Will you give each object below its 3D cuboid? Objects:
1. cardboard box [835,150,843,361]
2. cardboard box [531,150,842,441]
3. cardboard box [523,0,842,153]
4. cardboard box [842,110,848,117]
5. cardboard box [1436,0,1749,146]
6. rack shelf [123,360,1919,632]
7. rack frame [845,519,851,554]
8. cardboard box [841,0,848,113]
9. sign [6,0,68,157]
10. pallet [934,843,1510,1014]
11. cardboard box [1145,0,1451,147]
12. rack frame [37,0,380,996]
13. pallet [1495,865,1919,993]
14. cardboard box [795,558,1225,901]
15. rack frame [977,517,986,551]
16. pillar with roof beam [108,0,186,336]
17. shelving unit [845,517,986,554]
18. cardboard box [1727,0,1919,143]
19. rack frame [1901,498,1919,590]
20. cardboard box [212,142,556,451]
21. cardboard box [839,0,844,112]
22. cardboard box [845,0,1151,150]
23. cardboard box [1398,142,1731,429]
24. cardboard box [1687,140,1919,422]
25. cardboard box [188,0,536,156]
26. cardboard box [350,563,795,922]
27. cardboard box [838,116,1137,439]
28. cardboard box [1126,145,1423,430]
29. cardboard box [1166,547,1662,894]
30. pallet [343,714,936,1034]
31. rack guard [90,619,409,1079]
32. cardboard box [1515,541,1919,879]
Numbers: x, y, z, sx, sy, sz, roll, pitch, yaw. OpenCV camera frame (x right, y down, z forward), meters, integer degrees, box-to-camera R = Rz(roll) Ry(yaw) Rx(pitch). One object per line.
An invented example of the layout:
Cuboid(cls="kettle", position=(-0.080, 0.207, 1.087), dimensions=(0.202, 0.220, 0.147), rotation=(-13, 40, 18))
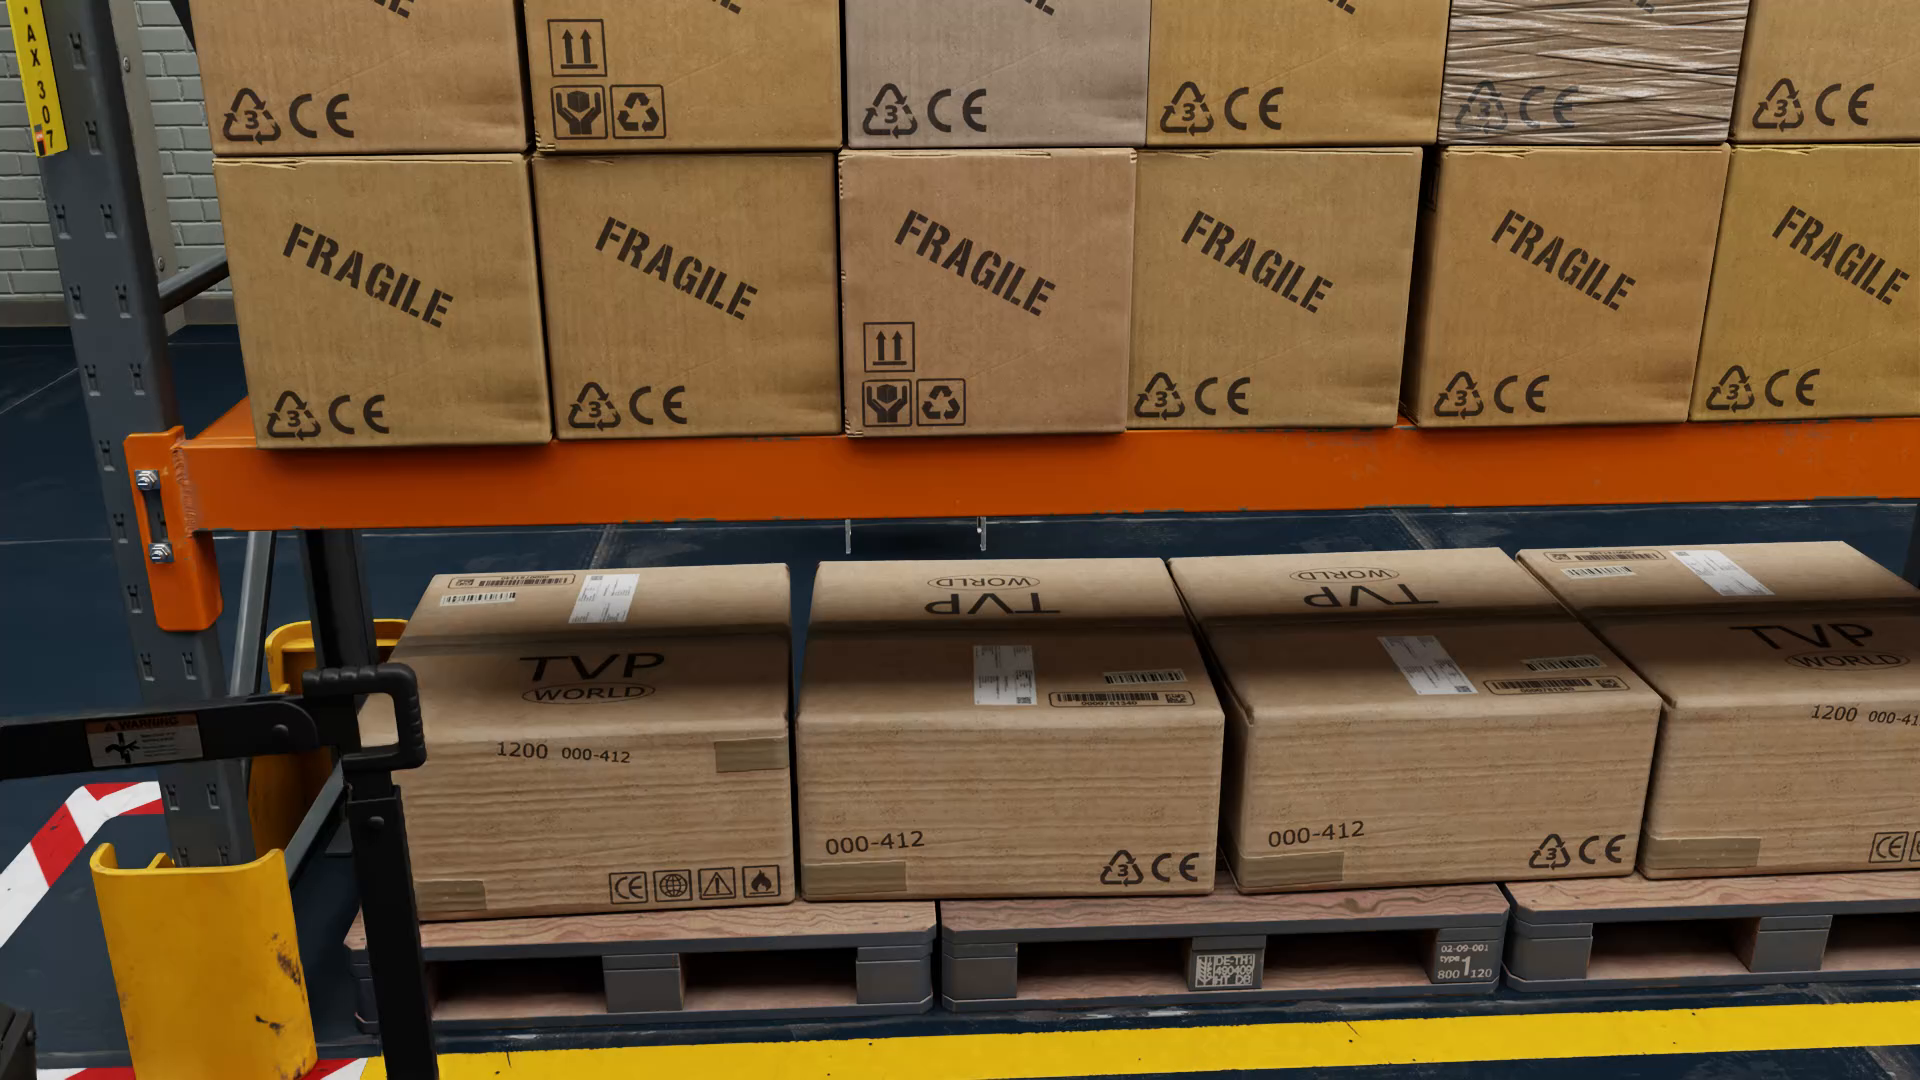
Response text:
Cuboid(cls="cardboard box", position=(-0.508, -0.681, 3.554), dimensions=(0.500, 0.500, 0.500), rotation=(-2, 21, -4))
Cuboid(cls="cardboard box", position=(-0.477, -0.500, 3.079), dimensions=(0.500, 0.500, 0.500), rotation=(-1, 21, -4))
Cuboid(cls="cardboard box", position=(-0.465, -0.961, 2.884), dimensions=(0.500, 0.500, 0.500), rotation=(-2, 21, -5))
Cuboid(cls="cardboard box", position=(0.005, -0.695, 3.590), dimensions=(0.500, 0.500, 0.500), rotation=(-1, 21, -1))
Cuboid(cls="cardboard box", position=(1.048, -0.992, 2.965), dimensions=(0.500, 0.500, 0.500), rotation=(-1, 21, -2))
Cuboid(cls="rack shelf", position=(0.521, -0.230, 3.521), dimensions=(4.000, 0.370, 1.077), rotation=(-1, 21, -3))
Cuboid(cls="rack frame", position=(-0.409, -0.552, 5.886), dimensions=(0.015, 1.200, 0.240), rotation=(-1, 21, -3))
Cuboid(cls="cardboard box", position=(0.006, -1.164, 3.417), dimensions=(0.500, 0.500, 0.500), rotation=(-1, 21, -3))
Cuboid(cls="sign", position=(-1.450, -0.770, 2.600), dimensions=(0.005, 0.325, 0.100), rotation=(-1, 21, -3))
Cuboid(cls="pallet", position=(0.533, 0.710, 3.960), dimensions=(1.213, 0.211, 1.003), rotation=(-1, 21, -3))
Cuboid(cls="cardboard box", position=(0.546, -0.985, 2.946), dimensions=(0.500, 0.500, 0.500), rotation=(-1, 21, -3))
Cuboid(cls="rack frame", position=(-1.476, -0.526, 3.286), dimensions=(0.127, 3.000, 1.000), rotation=(-1, 21, -3))
Cuboid(cls="pallet", position=(1.754, 0.684, 4.028), dimensions=(1.213, 0.211, 1.003), rotation=(-1, 21, -3))
Cuboid(cls="cardboard box", position=(0.090, 0.405, 3.852), dimensions=(0.875, 0.438, 0.875), rotation=(-1, 21, -2))
Cuboid(cls="rack frame", position=(0.078, -0.562, 5.912), dimensions=(0.015, 1.200, 0.240), rotation=(-1, 21, -3))
Cuboid(cls="pillar with roof beam", position=(-4.261, -3.829, 3.530), dimensions=(0.400, 9.000, 9.100), rotation=(-1, 21, -3))
Cuboid(cls="shelving unit", position=(-0.165, -0.557, 5.899), dimensions=(0.503, 1.200, 0.258), rotation=(-1, 21, -3))
Cuboid(cls="cardboard box", position=(1.555, -1.006, 3.001), dimensions=(0.500, 0.500, 0.500), rotation=(-1, 21, -4))
Cuboid(cls="rack frame", position=(2.518, -0.607, 3.499), dimensions=(0.127, 3.000, 1.000), rotation=(-1, 21, -3))
Cuboid(cls="cardboard box", position=(-0.980, -0.480, 3.026), dimensions=(0.500, 0.500, 0.500), rotation=(-1, 21, -3))
Cuboid(cls="cardboard box", position=(-0.488, -1.155, 3.393), dimensions=(0.500, 0.500, 0.500), rotation=(-1, 21, -3))
Cuboid(cls="cardboard box", position=(0.048, -0.974, 2.919), dimensions=(0.500, 0.500, 0.500), rotation=(-1, 21, -3))
Cuboid(cls="cardboard box", position=(1.055, -0.526, 3.145), dimensions=(0.500, 0.500, 0.500), rotation=(-1, 21, -4))
Cuboid(cls="cardboard box", position=(1.556, -0.541, 3.186), dimensions=(0.500, 0.500, 0.500), rotation=(-2, 21, -4))
Cuboid(cls="cardboard box", position=(-0.980, -0.948, 2.850), dimensions=(0.500, 0.500, 0.500), rotation=(-2, 21, -4))
Cuboid(cls="cardboard box", position=(-0.823, 0.427, 3.796), dimensions=(0.875, 0.438, 0.875), rotation=(-2, 21, -5))
Cuboid(cls="cardboard box", position=(0.032, -0.504, 3.089), dimensions=(0.500, 0.500, 0.500), rotation=(-1, 21, -3))
Cuboid(cls="cardboard box", position=(0.531, -0.520, 3.131), dimensions=(0.500, 0.500, 0.500), rotation=(0, 21, -1))
Cuboid(cls="cardboard box", position=(0.991, 0.387, 3.899), dimensions=(0.875, 0.438, 0.875), rotation=(-2, 21, -5))
Cuboid(cls="pallet", position=(-0.682, 0.734, 3.898), dimensions=(1.213, 0.211, 1.003), rotation=(-1, 21, -3))
Cuboid(cls="rack guard", position=(-1.500, 0.643, 3.729), dimensions=(0.348, 0.500, 1.175), rotation=(-1, 21, -3))
Cuboid(cls="cardboard box", position=(1.885, 0.369, 3.947), dimensions=(0.875, 0.438, 0.875), rotation=(-1, 21, -4))
